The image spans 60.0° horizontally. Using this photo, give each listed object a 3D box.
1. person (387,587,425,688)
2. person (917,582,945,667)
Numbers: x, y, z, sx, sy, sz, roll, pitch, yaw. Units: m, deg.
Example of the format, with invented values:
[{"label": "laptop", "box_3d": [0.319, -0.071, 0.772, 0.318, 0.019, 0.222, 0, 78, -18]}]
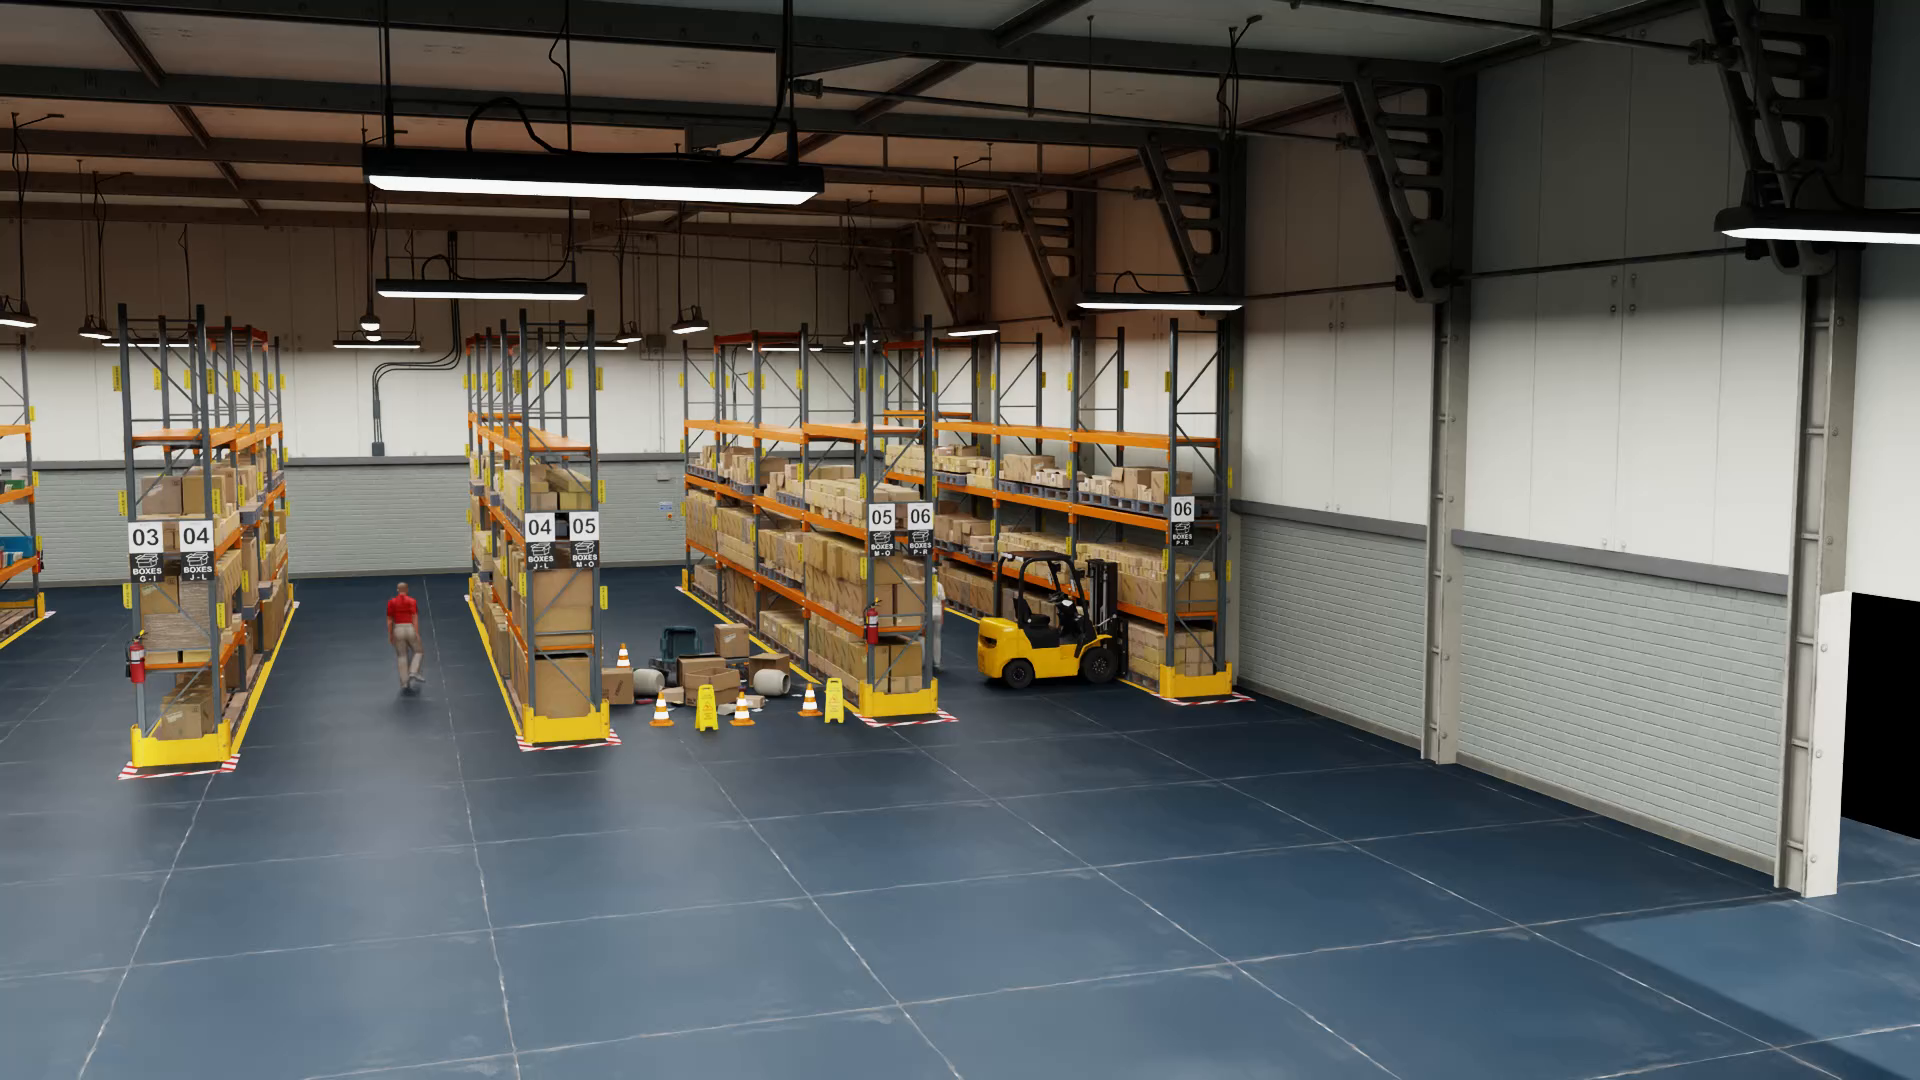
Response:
[{"label": "person", "box_3d": [-9.092, 1.603, 27.273, 0.598, 1.621, 0.493, -1, 5, -9]}, {"label": "person", "box_3d": [-0.518, 1.408, 29.223, 0.578, 1.779, 0.602, -2, 6, -22]}]
